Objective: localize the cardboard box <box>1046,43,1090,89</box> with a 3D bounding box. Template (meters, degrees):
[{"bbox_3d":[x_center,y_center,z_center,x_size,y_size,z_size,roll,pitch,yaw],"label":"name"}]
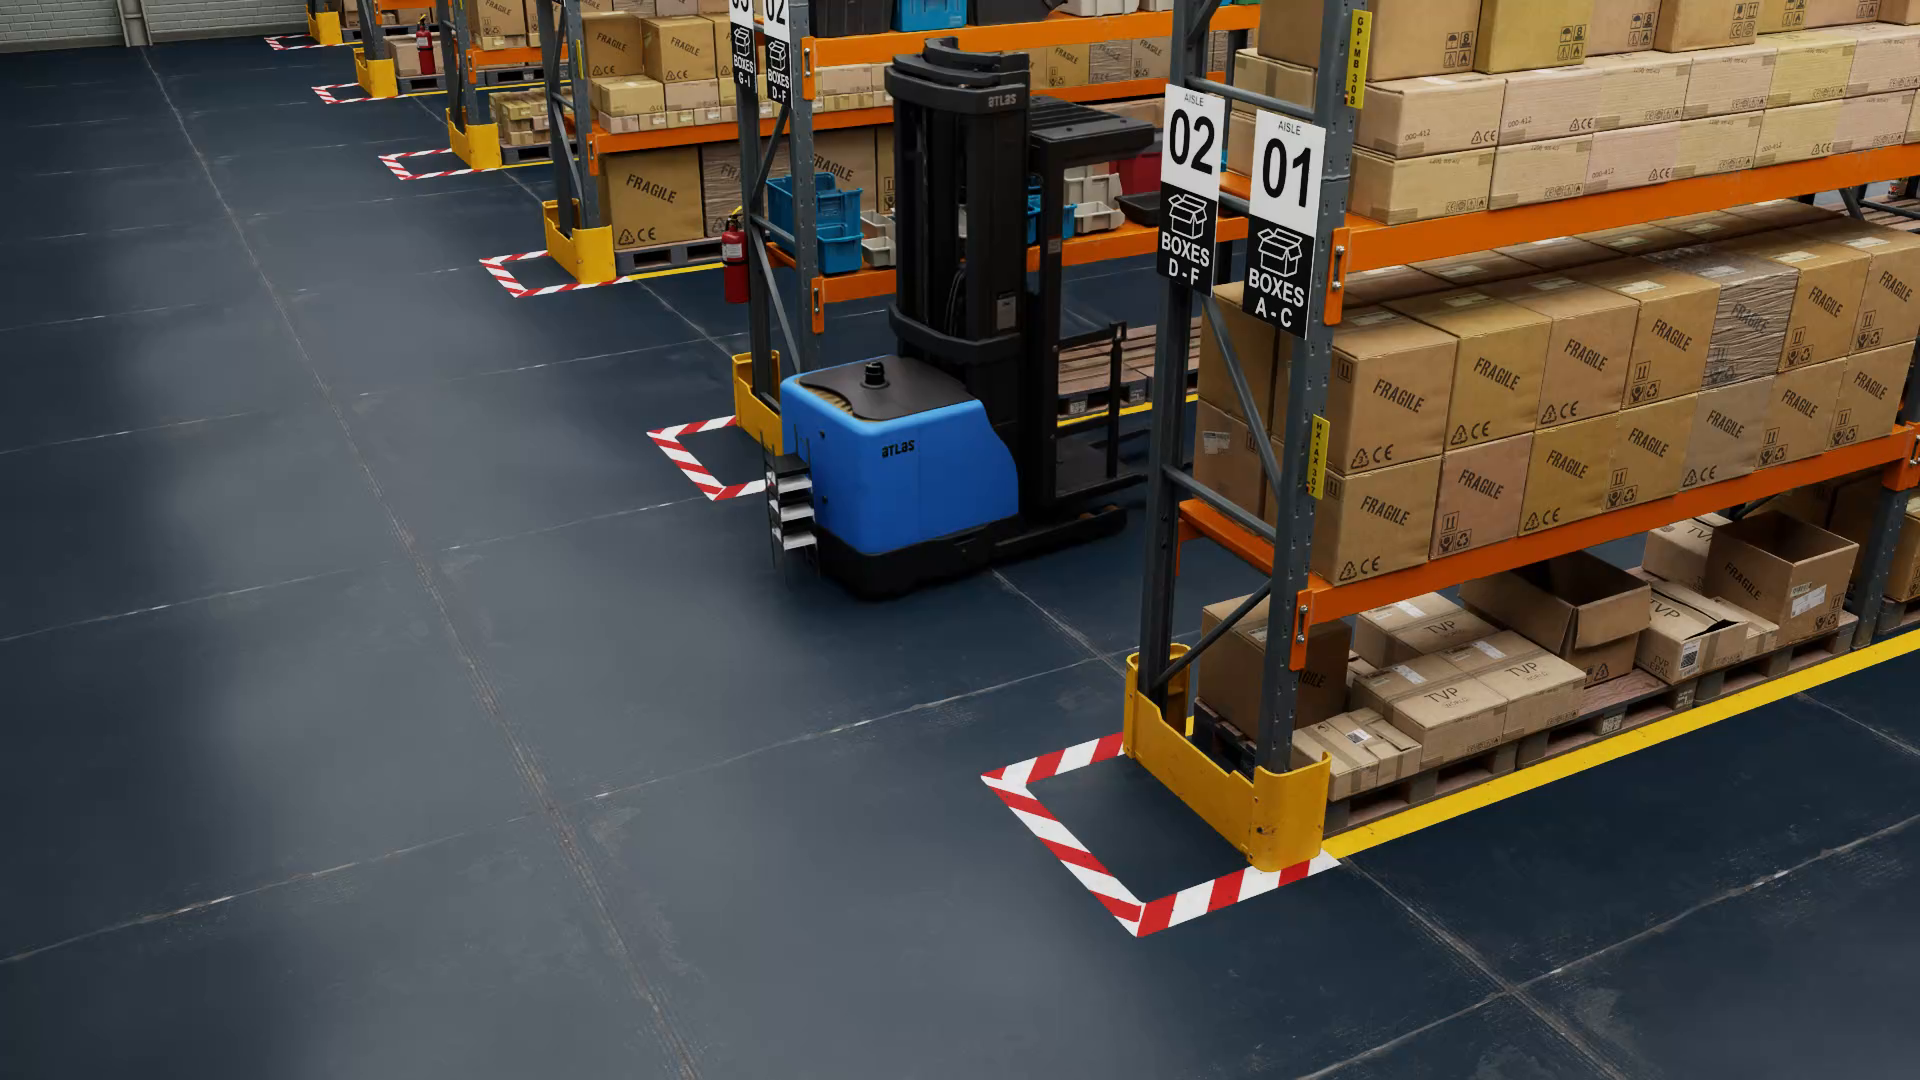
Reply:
[{"bbox_3d":[0.968,-4.882,16.838,0.500,0.500,0.500,-13,29,-25],"label":"cardboard box"}]

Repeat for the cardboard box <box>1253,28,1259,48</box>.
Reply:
[{"bbox_3d":[3.212,-5.401,17.918,0.500,0.500,0.500,-12,28,-24],"label":"cardboard box"}]

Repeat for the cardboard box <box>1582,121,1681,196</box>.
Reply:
[{"bbox_3d":[2.590,-1.629,6.885,0.500,0.250,0.500,-13,29,-25],"label":"cardboard box"}]

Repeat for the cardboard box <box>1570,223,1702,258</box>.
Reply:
[{"bbox_3d":[3.202,-1.250,8.117,0.500,0.500,0.500,-14,29,-27],"label":"cardboard box"}]

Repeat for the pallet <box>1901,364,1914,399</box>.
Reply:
[{"bbox_3d":[5.416,-0.987,9.061,1.213,0.211,1.003,-13,29,-25],"label":"pallet"}]

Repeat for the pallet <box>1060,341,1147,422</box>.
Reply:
[{"bbox_3d":[0.623,-1.173,12.449,1.213,0.211,1.003,-13,29,-25],"label":"pallet"}]

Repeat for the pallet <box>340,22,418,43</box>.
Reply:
[{"bbox_3d":[-9.761,-8.522,27.757,1.213,0.211,1.003,-13,29,-25],"label":"pallet"}]

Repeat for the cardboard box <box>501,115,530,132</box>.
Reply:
[{"bbox_3d":[-5.190,-4.883,19.420,0.250,0.149,0.380,-12,28,-23],"label":"cardboard box"}]

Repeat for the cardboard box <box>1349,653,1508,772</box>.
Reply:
[{"bbox_3d":[2.184,0.799,7.788,0.500,0.250,0.500,-13,29,-25],"label":"cardboard box"}]

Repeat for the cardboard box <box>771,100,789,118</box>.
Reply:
[{"bbox_3d":[-1.703,-4.068,15.548,0.250,0.149,0.380,-14,29,-26],"label":"cardboard box"}]

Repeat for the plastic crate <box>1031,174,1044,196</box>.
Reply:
[{"bbox_3d":[0.494,-2.498,12.111,0.300,0.233,0.416,-13,29,-25],"label":"plastic crate"}]

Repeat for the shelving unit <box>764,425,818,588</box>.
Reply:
[{"bbox_3d":[-0.973,-0.189,9.603,0.210,0.900,0.258,-11,28,-21],"label":"shelving unit"}]

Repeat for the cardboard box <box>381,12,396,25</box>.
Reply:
[{"bbox_3d":[-9.553,-8.665,27.641,0.250,0.149,0.380,-14,29,-27],"label":"cardboard box"}]

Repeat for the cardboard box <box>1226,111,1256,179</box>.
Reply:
[{"bbox_3d":[1.459,-1.628,6.882,0.500,0.250,0.500,-13,29,-25],"label":"cardboard box"}]

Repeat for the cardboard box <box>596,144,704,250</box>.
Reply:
[{"bbox_3d":[-3.001,-3.314,15.657,0.875,0.875,0.875,-13,29,-25],"label":"cardboard box"}]

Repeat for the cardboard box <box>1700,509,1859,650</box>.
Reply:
[{"bbox_3d":[4.290,0.201,8.746,0.500,0.500,0.500,-13,29,-25],"label":"cardboard box"}]

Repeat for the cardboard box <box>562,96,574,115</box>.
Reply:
[{"bbox_3d":[-4.682,-5.090,19.508,0.250,0.149,0.380,-13,29,-25],"label":"cardboard box"}]

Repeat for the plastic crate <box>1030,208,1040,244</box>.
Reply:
[{"bbox_3d":[0.337,-2.174,11.437,0.300,0.233,0.416,-13,29,-25],"label":"plastic crate"}]

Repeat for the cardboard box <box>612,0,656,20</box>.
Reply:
[{"bbox_3d":[-3.902,-6.321,19.491,0.500,0.500,0.500,-14,29,-26],"label":"cardboard box"}]

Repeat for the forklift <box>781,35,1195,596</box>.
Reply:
[{"bbox_3d":[0.395,-1.514,10.016,3.031,2.935,1.130,-20,32,-35],"label":"forklift"}]

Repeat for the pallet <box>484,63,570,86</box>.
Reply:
[{"bbox_3d":[-6.448,-6.889,24.354,1.213,0.211,1.003,-13,29,-25],"label":"pallet"}]

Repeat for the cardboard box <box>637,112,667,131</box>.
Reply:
[{"bbox_3d":[-2.834,-3.807,15.005,0.250,0.149,0.380,-13,29,-26],"label":"cardboard box"}]

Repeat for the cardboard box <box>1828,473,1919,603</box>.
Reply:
[{"bbox_3d":[5.201,-0.029,9.225,0.500,0.500,0.500,-14,29,-27],"label":"cardboard box"}]

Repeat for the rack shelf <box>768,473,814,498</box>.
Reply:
[{"bbox_3d":[-0.972,-0.321,9.539,0.200,0.077,0.258,-11,28,-21],"label":"rack shelf"}]

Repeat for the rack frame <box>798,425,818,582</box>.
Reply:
[{"bbox_3d":[-0.880,-0.207,9.640,0.006,0.900,0.240,-11,28,-21],"label":"rack frame"}]

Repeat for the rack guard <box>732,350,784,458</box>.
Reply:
[{"bbox_3d":[-1.213,-0.893,11.533,0.348,0.500,1.175,-13,29,-25],"label":"rack guard"}]

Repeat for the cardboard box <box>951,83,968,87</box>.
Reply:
[{"bbox_3d":[-0.114,-4.436,16.314,0.250,0.149,0.380,-13,28,-25],"label":"cardboard box"}]

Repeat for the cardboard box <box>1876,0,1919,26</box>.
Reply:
[{"bbox_3d":[4.248,-2.687,7.644,0.500,0.500,0.700,-13,29,-25],"label":"cardboard box"}]

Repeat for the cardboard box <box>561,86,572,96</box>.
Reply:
[{"bbox_3d":[-4.750,-5.372,20.095,0.250,0.149,0.380,-14,29,-27],"label":"cardboard box"}]

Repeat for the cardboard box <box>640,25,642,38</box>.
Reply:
[{"bbox_3d":[-3.731,-6.044,19.664,0.250,0.149,0.380,-12,28,-24],"label":"cardboard box"}]

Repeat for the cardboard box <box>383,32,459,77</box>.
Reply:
[{"bbox_3d":[-7.656,-6.913,23.658,0.875,0.438,0.875,-14,29,-27],"label":"cardboard box"}]

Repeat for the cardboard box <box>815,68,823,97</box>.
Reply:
[{"bbox_3d":[-1.619,-4.300,15.571,0.500,0.250,0.500,-14,29,-26],"label":"cardboard box"}]

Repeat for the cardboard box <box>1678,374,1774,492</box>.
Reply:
[{"bbox_3d":[3.433,-0.587,7.890,0.500,0.500,0.500,-12,28,-24],"label":"cardboard box"}]

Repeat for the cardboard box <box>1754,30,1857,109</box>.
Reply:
[{"bbox_3d":[3.473,-2.058,7.201,0.500,0.250,0.500,-13,29,-25],"label":"cardboard box"}]

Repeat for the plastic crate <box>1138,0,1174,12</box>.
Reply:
[{"bbox_3d":[1.389,-3.674,11.275,0.466,0.136,0.293,-13,29,-25],"label":"plastic crate"}]

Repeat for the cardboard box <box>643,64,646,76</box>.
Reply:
[{"bbox_3d":[-2.778,-4.291,15.552,0.500,0.250,0.500,-14,29,-26],"label":"cardboard box"}]

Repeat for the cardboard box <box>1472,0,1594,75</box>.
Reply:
[{"bbox_3d":[2.056,-2.166,6.559,0.500,0.500,0.700,-13,29,-25],"label":"cardboard box"}]

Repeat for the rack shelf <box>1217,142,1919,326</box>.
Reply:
[{"bbox_3d":[2.895,-1.573,7.426,4.000,0.370,1.077,-13,29,-25],"label":"rack shelf"}]

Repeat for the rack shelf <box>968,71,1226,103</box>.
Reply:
[{"bbox_3d":[1.766,-4.819,17.653,4.000,0.370,1.077,-13,29,-25],"label":"rack shelf"}]

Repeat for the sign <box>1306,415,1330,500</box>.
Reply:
[{"bbox_3d":[1.385,-0.321,6.452,0.005,0.325,0.100,-13,29,-25],"label":"sign"}]

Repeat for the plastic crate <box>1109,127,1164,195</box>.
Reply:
[{"bbox_3d":[1.426,-2.815,12.503,0.583,0.464,0.402,-13,29,-25],"label":"plastic crate"}]

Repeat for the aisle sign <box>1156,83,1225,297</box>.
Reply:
[{"bbox_3d":[0.925,-1.413,6.723,0.004,0.787,0.394,-13,29,-25],"label":"aisle sign"}]

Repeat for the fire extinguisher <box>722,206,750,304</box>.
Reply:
[{"bbox_3d":[-1.545,-1.970,11.408,0.183,0.674,0.296,-13,29,-25],"label":"fire extinguisher"}]

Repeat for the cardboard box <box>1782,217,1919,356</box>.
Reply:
[{"bbox_3d":[4.335,-1.246,8.109,0.500,0.500,0.500,-13,28,-25],"label":"cardboard box"}]

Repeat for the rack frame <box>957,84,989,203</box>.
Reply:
[{"bbox_3d":[0.001,-4.736,16.649,0.127,3.000,1.000,-13,29,-25],"label":"rack frame"}]

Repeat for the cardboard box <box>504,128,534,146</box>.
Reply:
[{"bbox_3d":[-5.160,-4.725,19.434,0.250,0.149,0.380,-12,28,-24],"label":"cardboard box"}]

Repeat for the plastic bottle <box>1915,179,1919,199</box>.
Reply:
[{"bbox_3d":[9.891,-3.664,16.969,0.185,0.351,0.144,-13,29,-25],"label":"plastic bottle"}]

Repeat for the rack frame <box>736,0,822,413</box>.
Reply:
[{"bbox_3d":[-1.198,-2.030,11.013,0.127,3.000,1.000,-13,29,-25],"label":"rack frame"}]

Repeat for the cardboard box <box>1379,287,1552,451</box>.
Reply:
[{"bbox_3d":[2.103,-0.732,7.039,0.500,0.500,0.500,-13,28,-25],"label":"cardboard box"}]
